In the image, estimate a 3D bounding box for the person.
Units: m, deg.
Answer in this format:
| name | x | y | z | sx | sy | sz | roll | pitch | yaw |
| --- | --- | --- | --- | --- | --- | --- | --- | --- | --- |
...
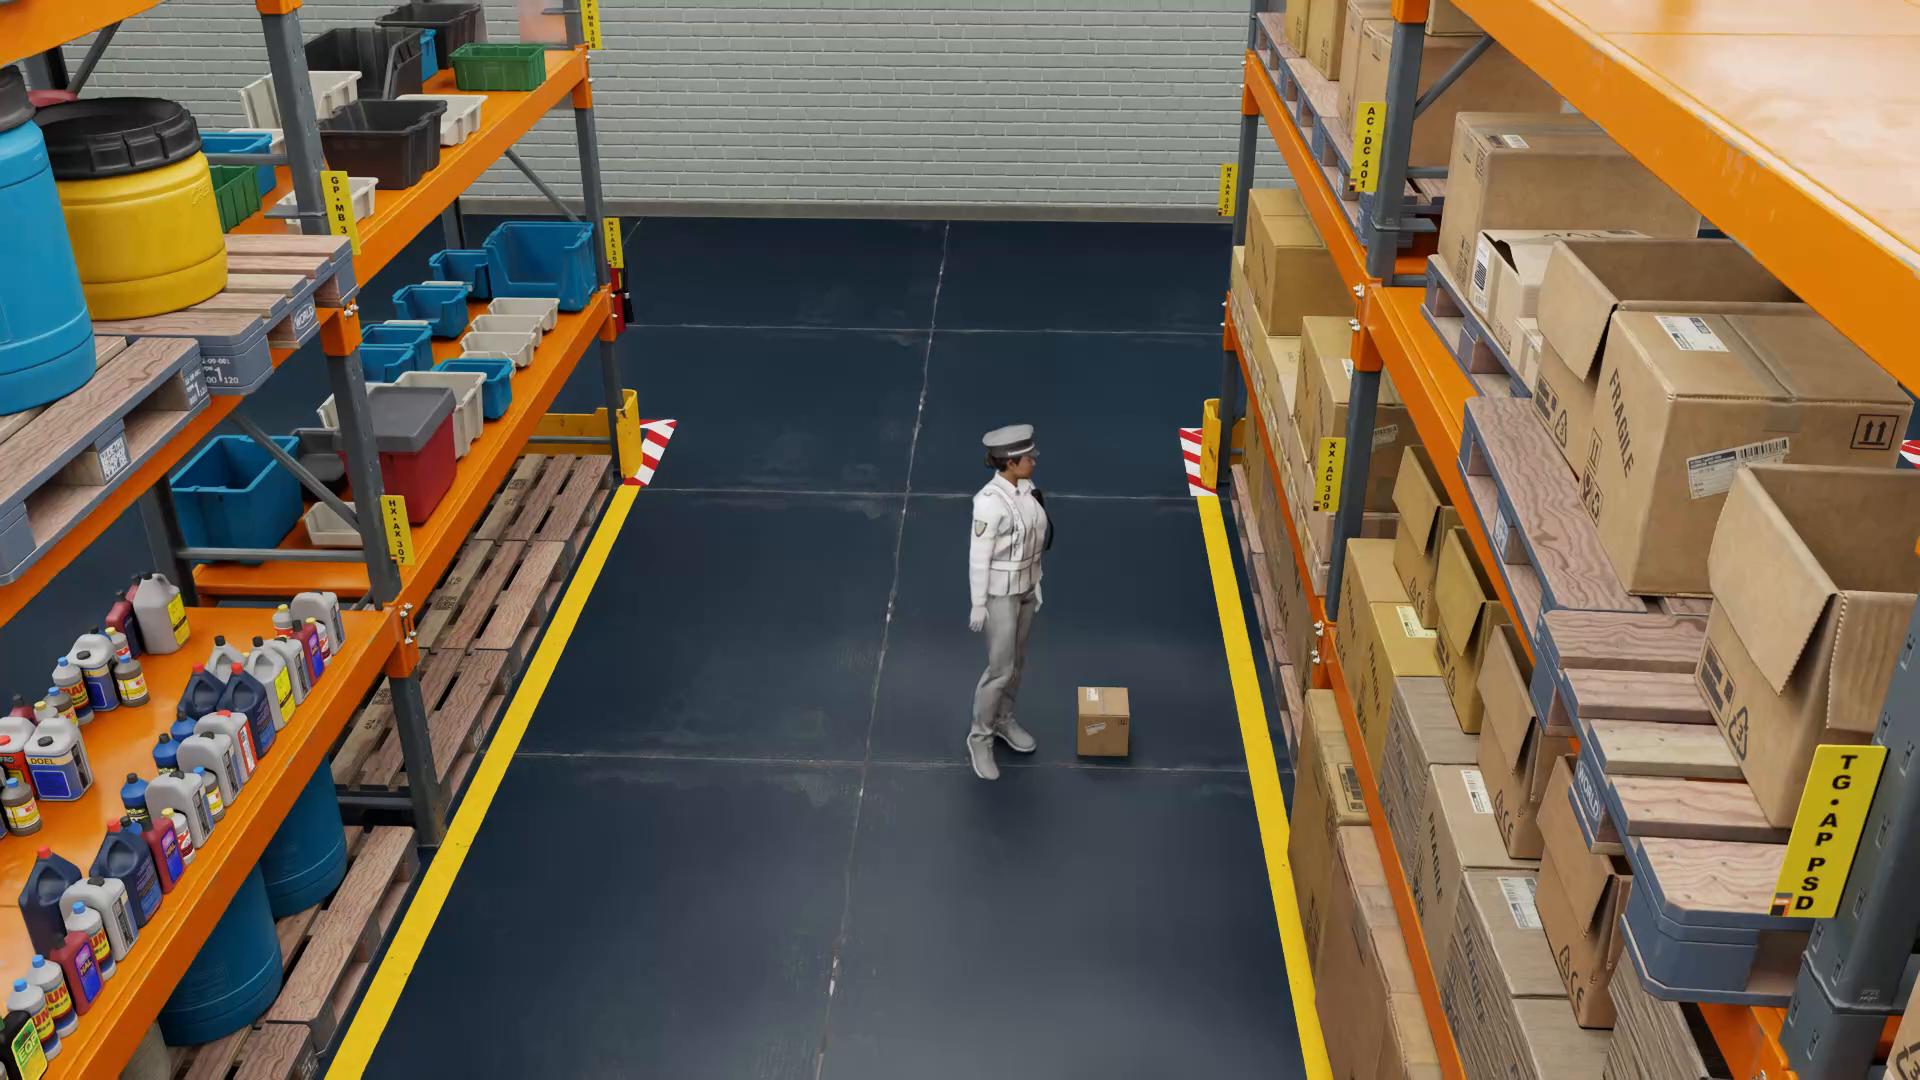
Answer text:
| name | x | y | z | sx | sy | sz | roll | pitch | yaw |
| --- | --- | --- | --- | --- | --- | --- | --- | --- | --- |
| person | 0.215 | 0.298 | 8.073 | 0.375 | 1.728 | 0.646 | 15 | 32 | 26 |
